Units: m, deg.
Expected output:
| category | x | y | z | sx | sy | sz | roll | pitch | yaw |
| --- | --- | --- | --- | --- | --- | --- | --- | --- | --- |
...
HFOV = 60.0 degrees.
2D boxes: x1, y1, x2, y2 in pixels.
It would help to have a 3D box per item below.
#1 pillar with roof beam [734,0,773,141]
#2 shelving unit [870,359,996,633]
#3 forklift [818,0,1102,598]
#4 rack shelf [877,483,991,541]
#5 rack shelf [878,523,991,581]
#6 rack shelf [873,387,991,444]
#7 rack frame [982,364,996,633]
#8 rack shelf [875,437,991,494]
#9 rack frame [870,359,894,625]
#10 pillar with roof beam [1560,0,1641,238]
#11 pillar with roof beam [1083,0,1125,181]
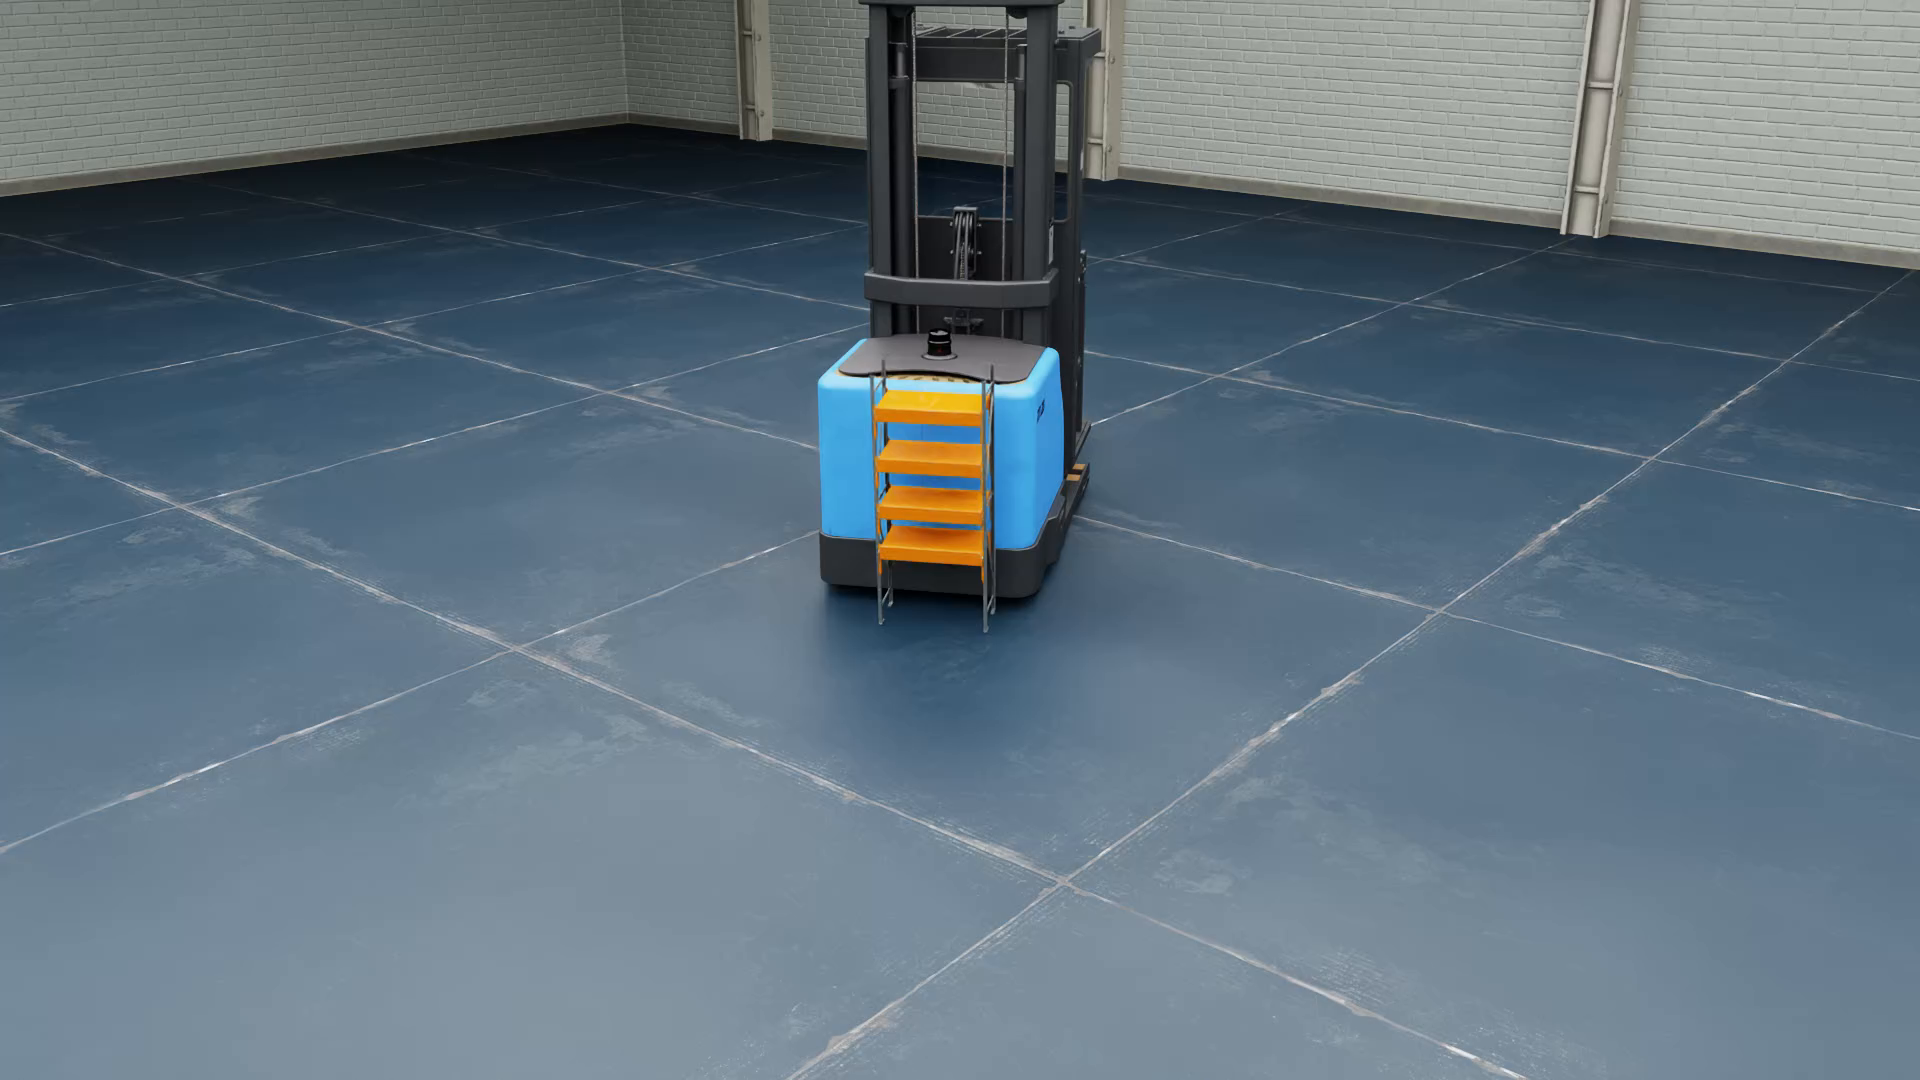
| category | x | y | z | sx | sy | sz | roll | pitch | yaw |
| --- | --- | --- | --- | --- | --- | --- | --- | --- | --- |
| pillar with roof beam | -5.659 | -8.830 | 19.330 | 0.400 | 9.000 | 9.100 | 16 | 26 | 36 |
| shelving unit | -0.111 | -0.190 | 7.447 | 0.503 | 1.200 | 0.258 | 4 | 25 | 10 |
| forklift | 0.122 | -1.587 | 8.722 | 1.130 | 2.935 | 3.031 | 4 | 21 | 11 |
| rack shelf | -0.110 | -0.128 | 7.475 | 0.480 | 0.148 | 0.258 | 4 | 25 | 10 |
| rack shelf | -0.108 | 0.053 | 7.557 | 0.480 | 0.148 | 0.258 | 4 | 25 | 10 |
| rack shelf | -0.116 | -0.548 | 7.285 | 0.480 | 0.148 | 0.258 | 4 | 25 | 10 |
| rack frame | 0.129 | -0.174 | 7.405 | 0.015 | 1.200 | 0.240 | 4 | 25 | 10 |
| rack shelf | -0.113 | -0.332 | 7.383 | 0.480 | 0.148 | 0.258 | 4 | 25 | 10 |
| rack frame | -0.351 | -0.205 | 7.490 | 0.015 | 1.200 | 0.240 | 4 | 25 | 10 |
| pillar with roof beam | 3.638 | -6.153 | 12.230 | 0.400 | 9.000 | 9.100 | 16 | 26 | 36 |
| pillar with roof beam | -1.011 | -7.491 | 15.780 | 0.400 | 9.000 | 9.100 | 16 | 26 | 36 |
